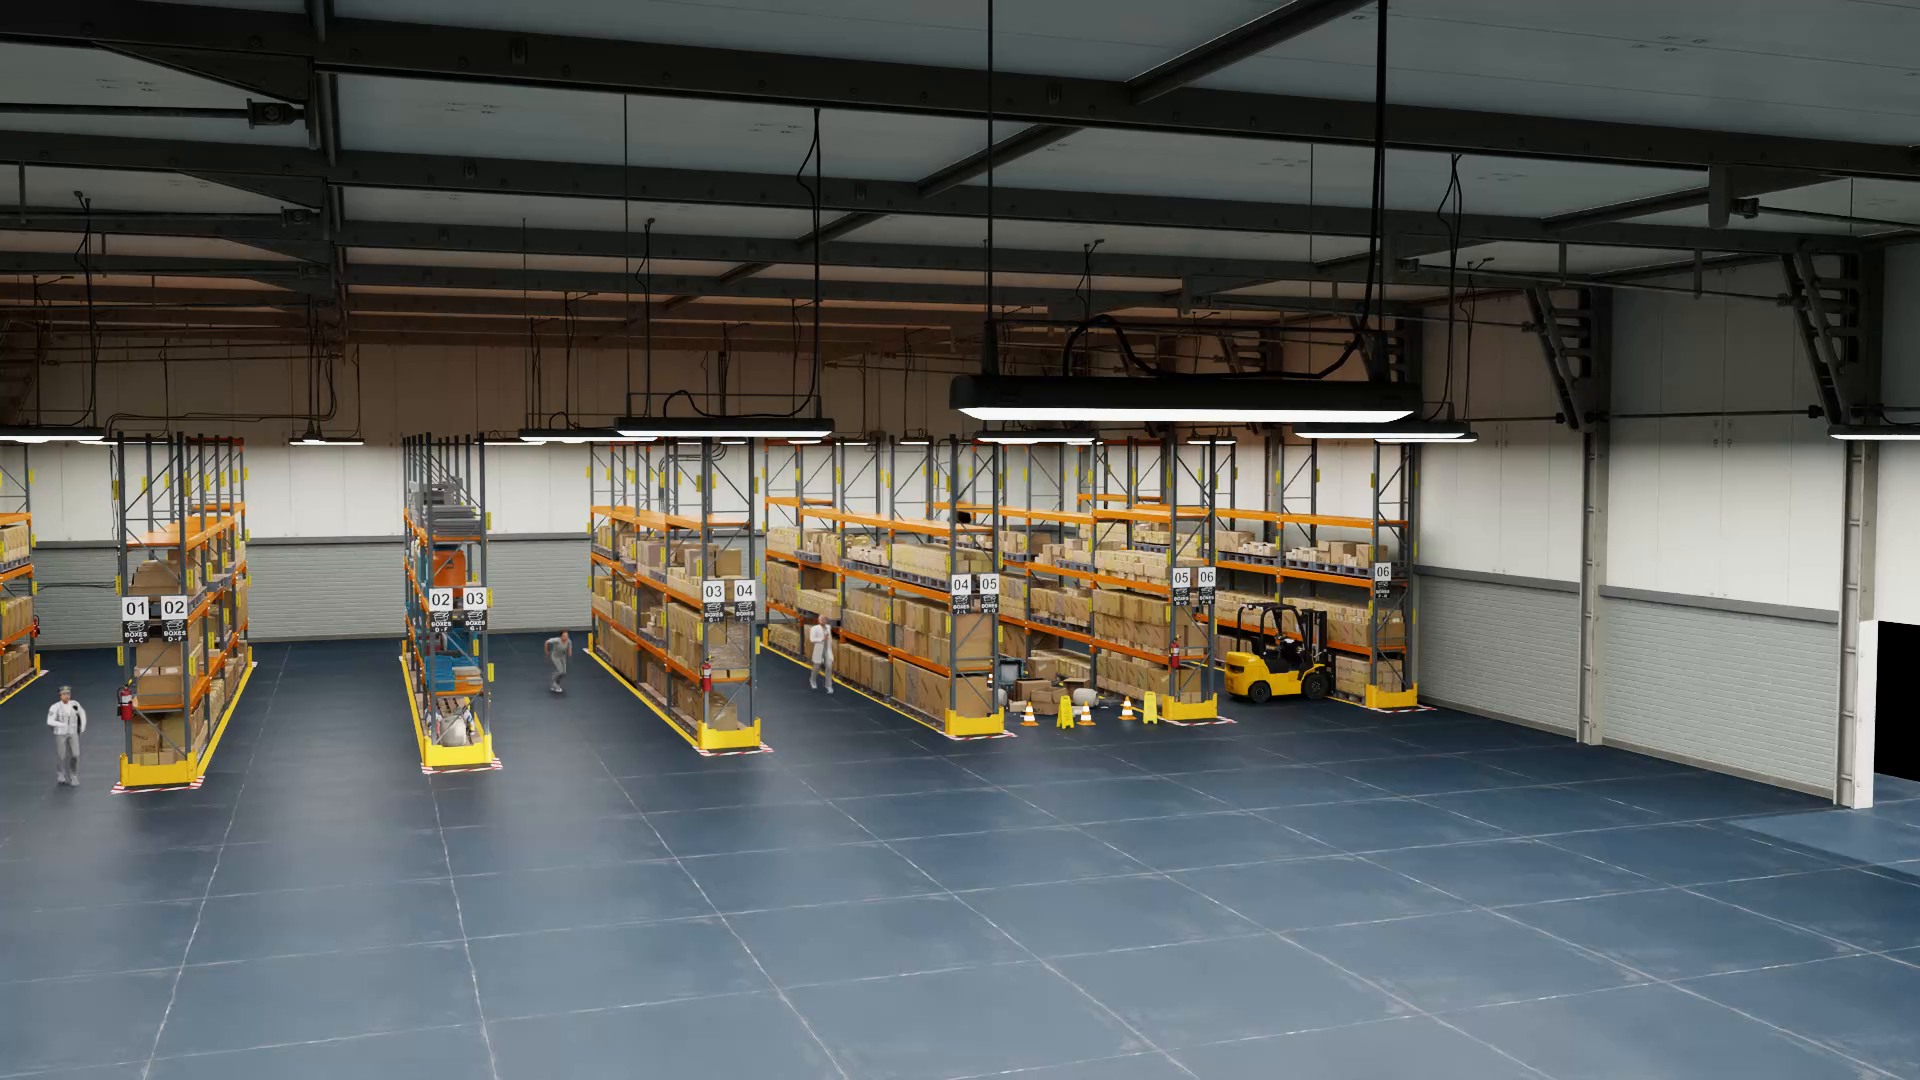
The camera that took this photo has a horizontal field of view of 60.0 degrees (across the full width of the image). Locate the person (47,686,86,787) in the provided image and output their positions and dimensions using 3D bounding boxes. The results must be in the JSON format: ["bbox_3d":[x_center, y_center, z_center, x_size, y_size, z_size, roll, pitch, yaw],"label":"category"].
[{"bbox_3d":[-15.122,3.335,28.177,0.622,1.757,0.716,-3,4,-40],"label":"person"}]

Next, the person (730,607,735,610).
[{"bbox_3d":[-6.511,2.250,47.911,0.639,1.665,0.627,0,3,2],"label":"person"}]

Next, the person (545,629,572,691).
[{"bbox_3d":[-9.379,2.821,38.853,0.590,1.503,0.817,-3,4,-40],"label":"person"}]

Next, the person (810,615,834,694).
[{"bbox_3d":[-3.258,2.651,39.022,0.680,1.823,0.977,-2,4,-29],"label":"person"}]
